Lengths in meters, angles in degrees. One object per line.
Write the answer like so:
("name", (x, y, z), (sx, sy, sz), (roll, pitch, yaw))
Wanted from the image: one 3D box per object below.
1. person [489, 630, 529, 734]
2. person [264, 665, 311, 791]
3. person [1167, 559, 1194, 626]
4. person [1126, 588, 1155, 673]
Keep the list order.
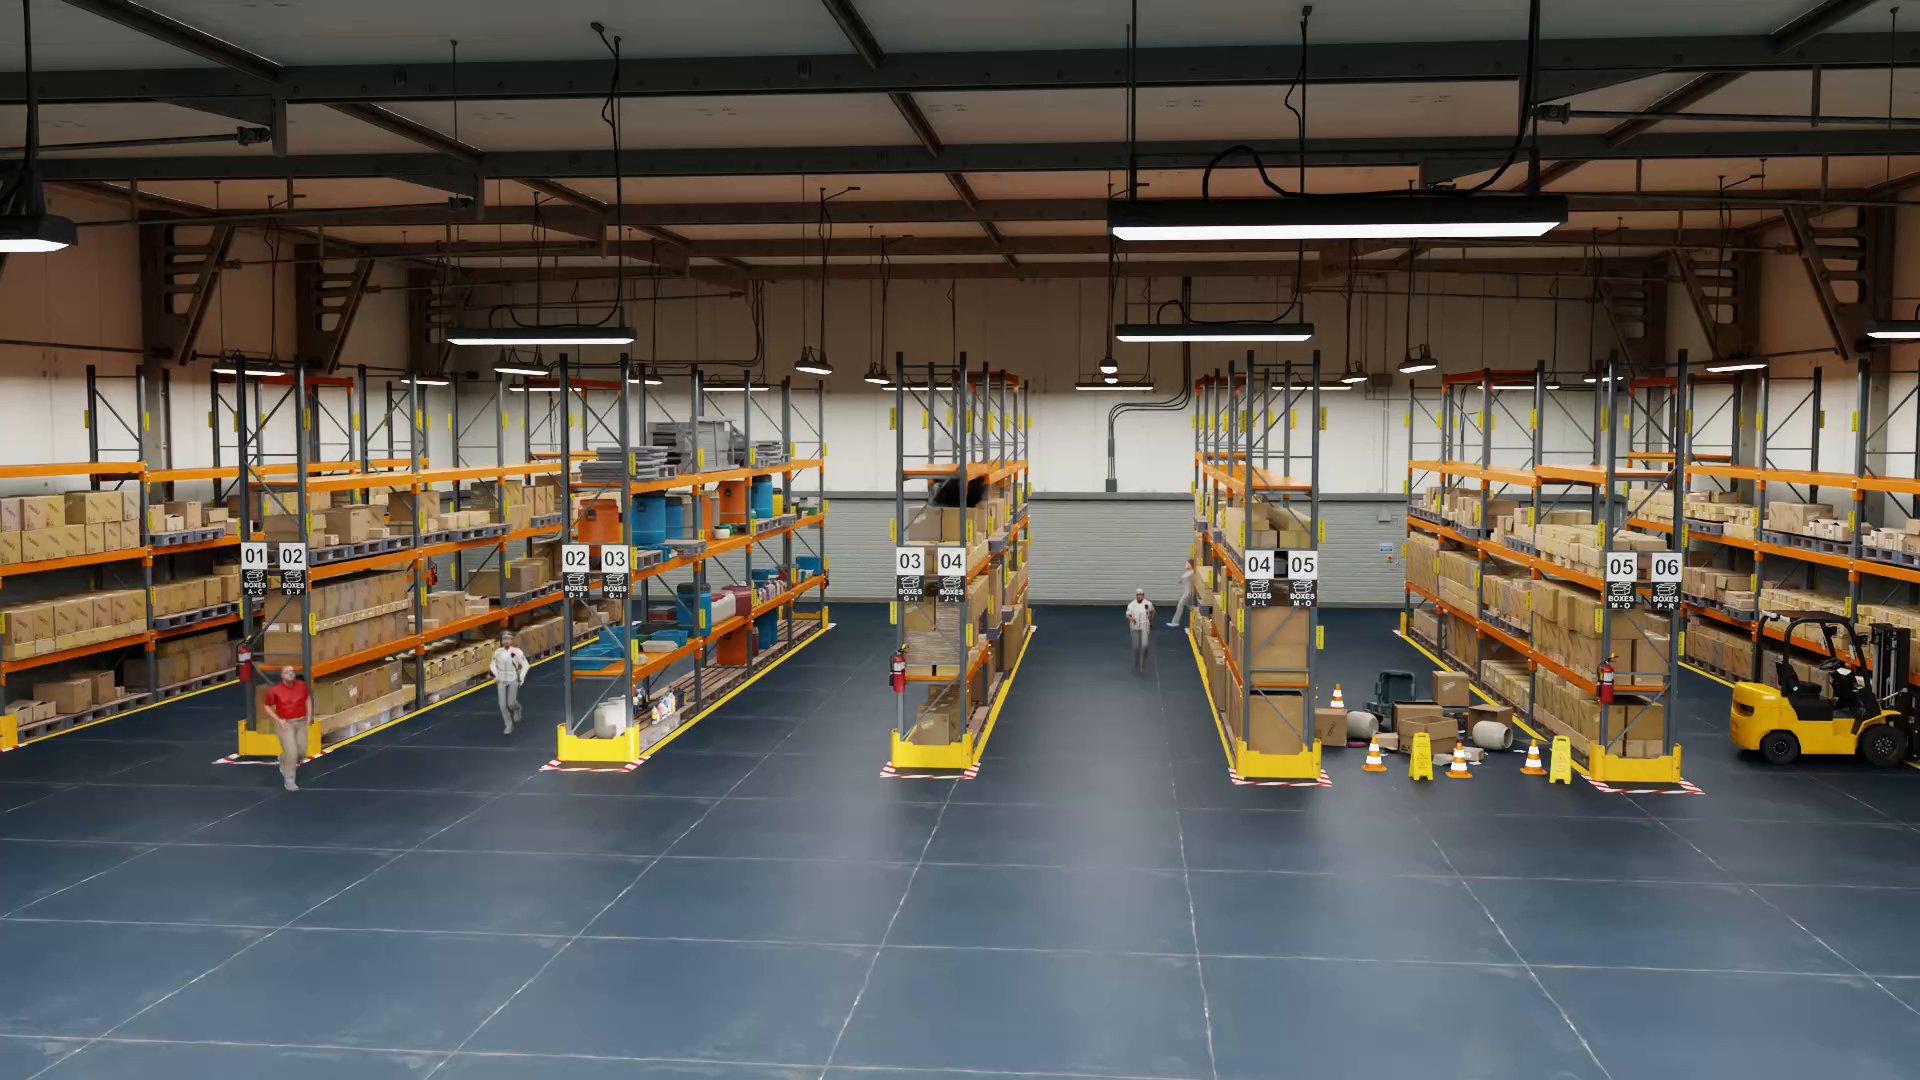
("person", (-7.293, 2.279, 26.856), (0.616, 1.660, 0.554), (0, 4, -1))
("person", (-9.197, 2.552, 22.775), (0.630, 1.719, 0.660), (4, 5, 42))
("person", (5.514, 1.281, 40.383), (0.976, 1.630, 0.606), (0, 4, -2))
("person", (3.614, 1.821, 33.378), (0.556, 1.715, 0.760), (1, 4, 12))
